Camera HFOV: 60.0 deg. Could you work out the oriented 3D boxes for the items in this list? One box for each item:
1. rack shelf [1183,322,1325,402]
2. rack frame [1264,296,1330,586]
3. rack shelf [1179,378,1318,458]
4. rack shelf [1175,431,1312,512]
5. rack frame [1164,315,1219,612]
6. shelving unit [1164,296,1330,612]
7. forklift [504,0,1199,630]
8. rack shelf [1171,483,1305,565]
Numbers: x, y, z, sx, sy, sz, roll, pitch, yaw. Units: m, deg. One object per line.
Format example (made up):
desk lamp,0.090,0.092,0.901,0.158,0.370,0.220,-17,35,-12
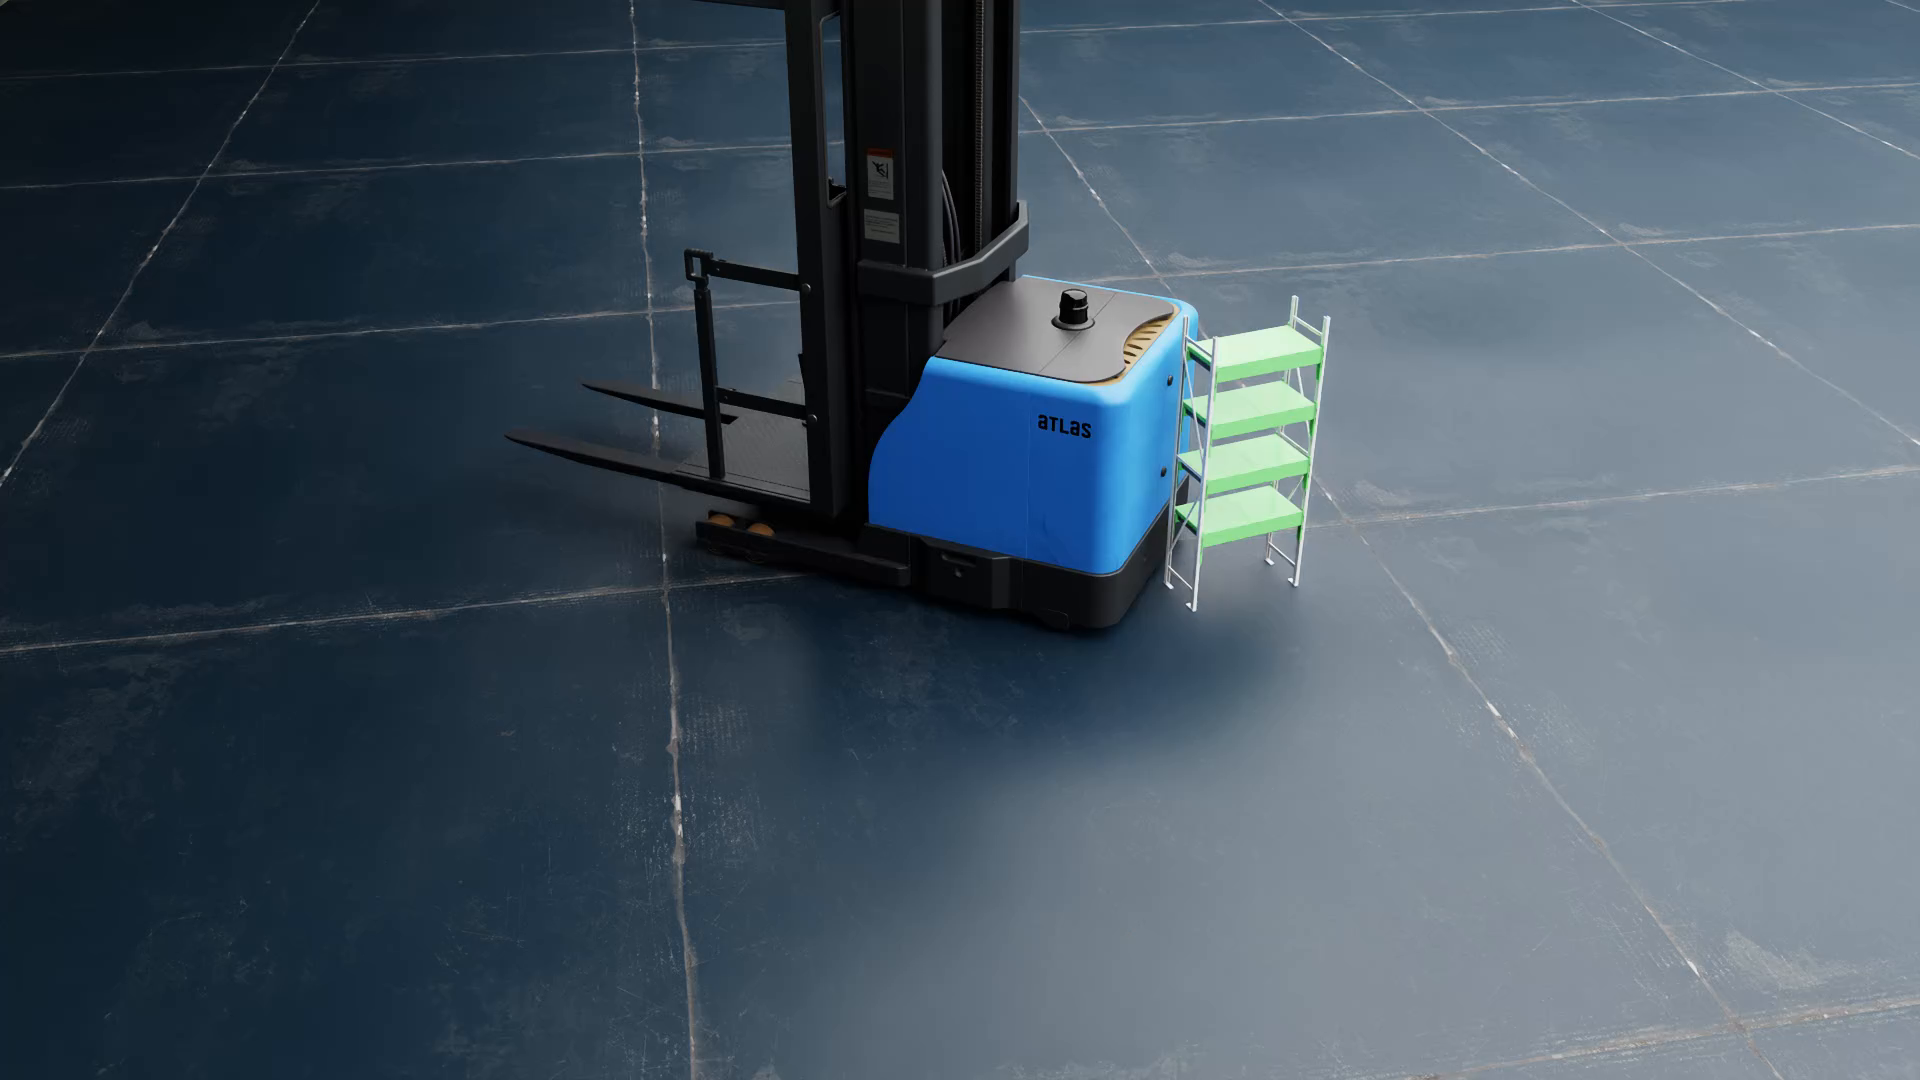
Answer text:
rack shelf,1.129,-0.691,6.420,0.480,0.148,0.258,-12,33,-20
rack frame,1.353,-0.381,6.714,0.015,1.200,0.240,-12,33,-20
rack shelf,1.129,-0.484,6.542,0.480,0.148,0.258,-12,33,-20
rack shelf,1.129,-0.277,6.664,0.480,0.148,0.258,-12,33,-20
rack frame,0.905,-0.283,6.548,0.015,1.200,0.240,-12,33,-20
shelving unit,1.129,-0.332,6.631,0.503,1.200,0.258,-12,33,-20
forklift,-0.576,-1.394,6.729,3.031,2.935,1.130,13,33,21
rack shelf,1.129,-0.070,6.785,0.480,0.148,0.258,-12,33,-20
